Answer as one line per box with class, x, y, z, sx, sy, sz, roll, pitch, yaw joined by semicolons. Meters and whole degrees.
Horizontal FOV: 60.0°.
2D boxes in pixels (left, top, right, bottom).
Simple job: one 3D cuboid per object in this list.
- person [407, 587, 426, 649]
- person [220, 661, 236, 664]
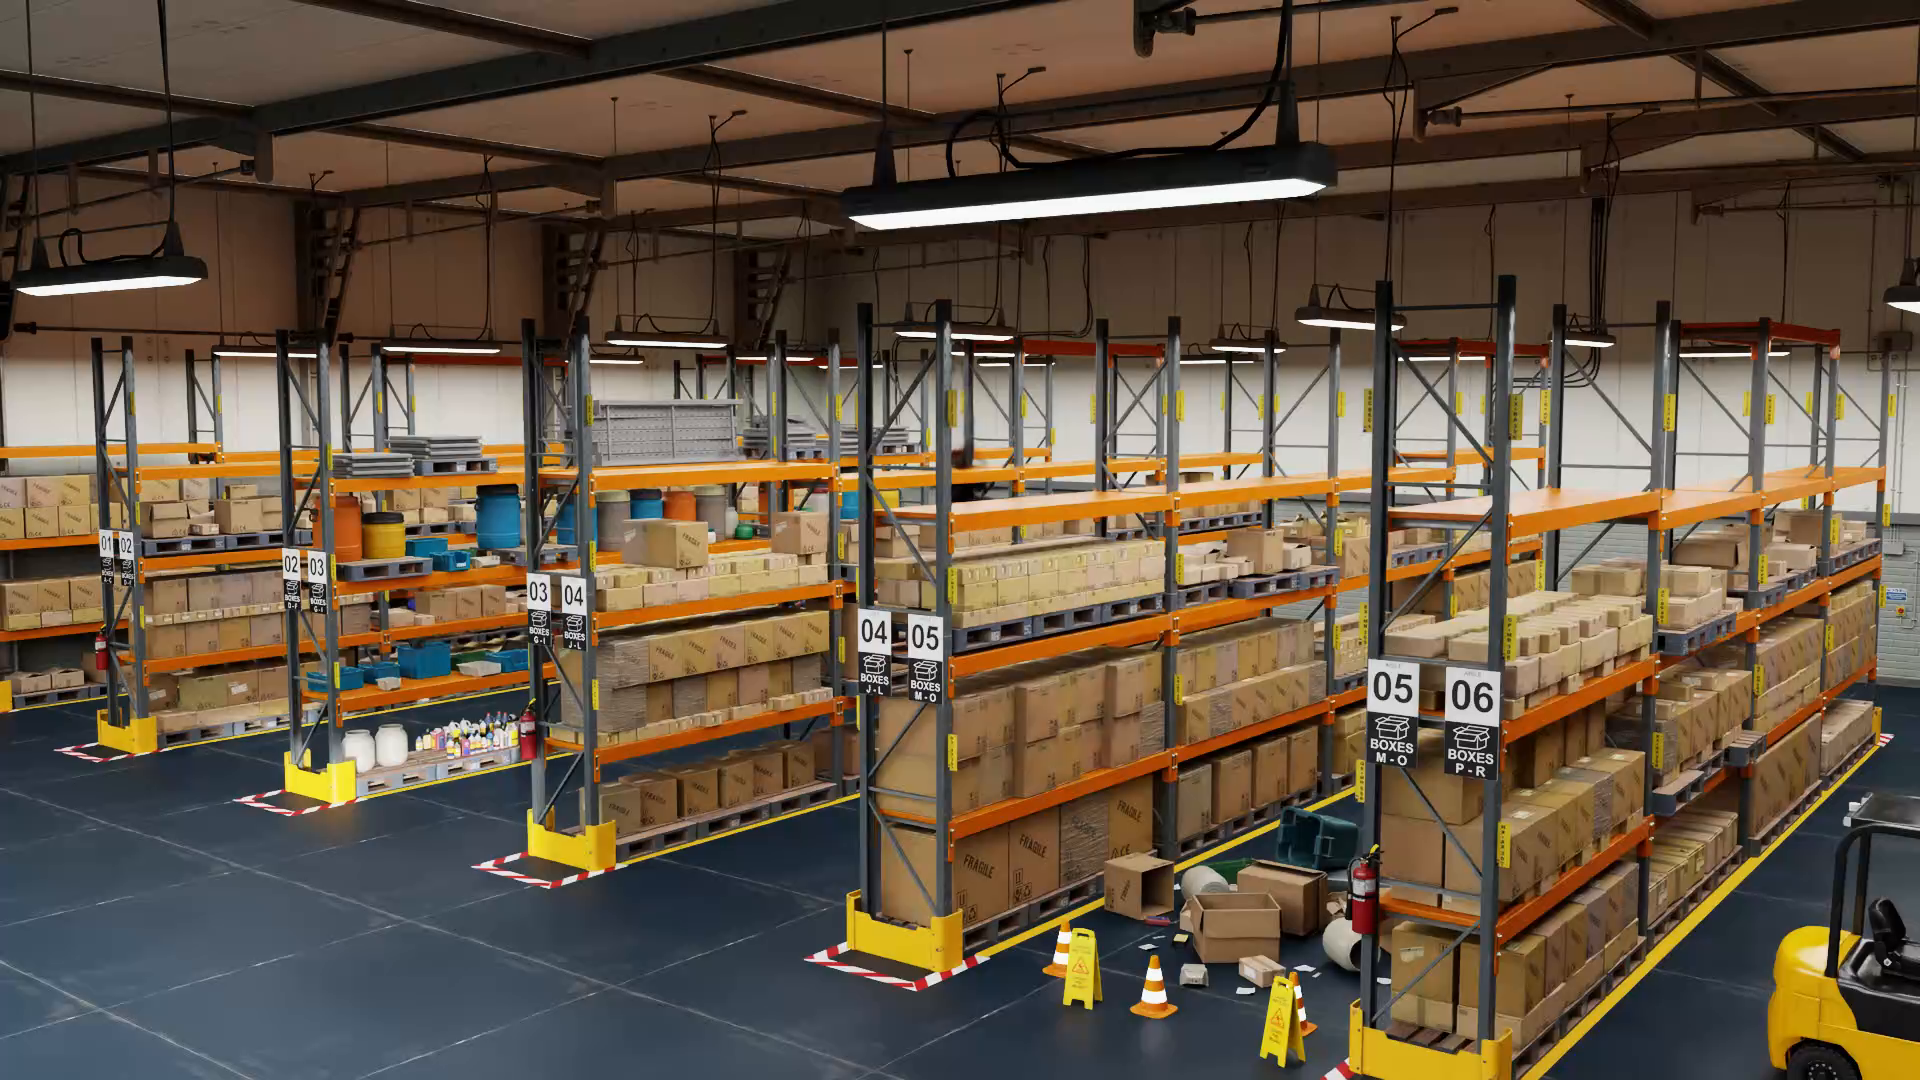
person;-10.076;1.627;30.938;0.575;1.645;0.938;3;6;31
person;-12.040;1.988;27.220;0.554;1.596;0.734;4;6;37
